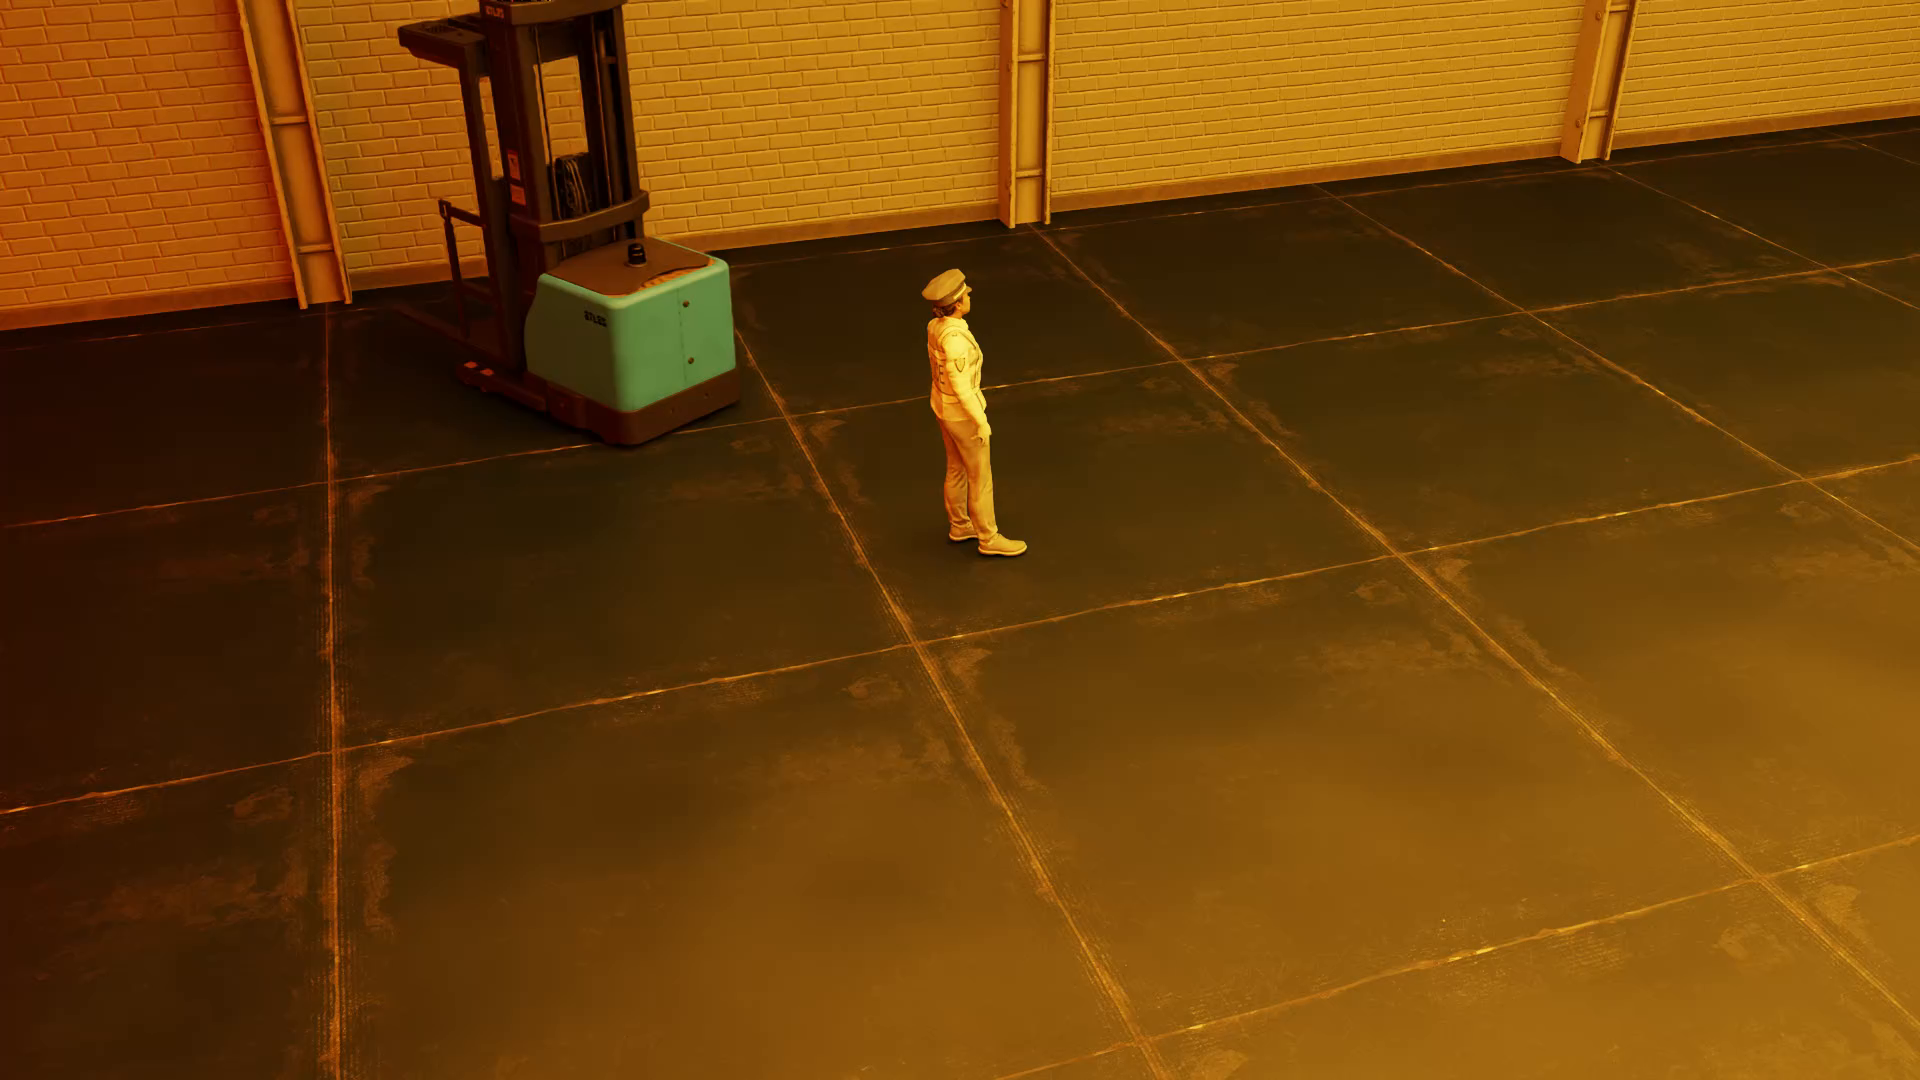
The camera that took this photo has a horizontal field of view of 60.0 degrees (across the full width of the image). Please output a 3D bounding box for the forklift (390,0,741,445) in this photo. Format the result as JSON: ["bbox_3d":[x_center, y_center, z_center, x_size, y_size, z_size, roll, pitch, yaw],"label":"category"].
[{"bbox_3d":[-2.982,-2.499,11.431,3.031,2.935,1.130,23,37,34],"label":"forklift"}]

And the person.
[{"bbox_3d":[0.067,-0.748,9.613,0.531,1.694,0.586,-10,31,-16],"label":"person"}]
